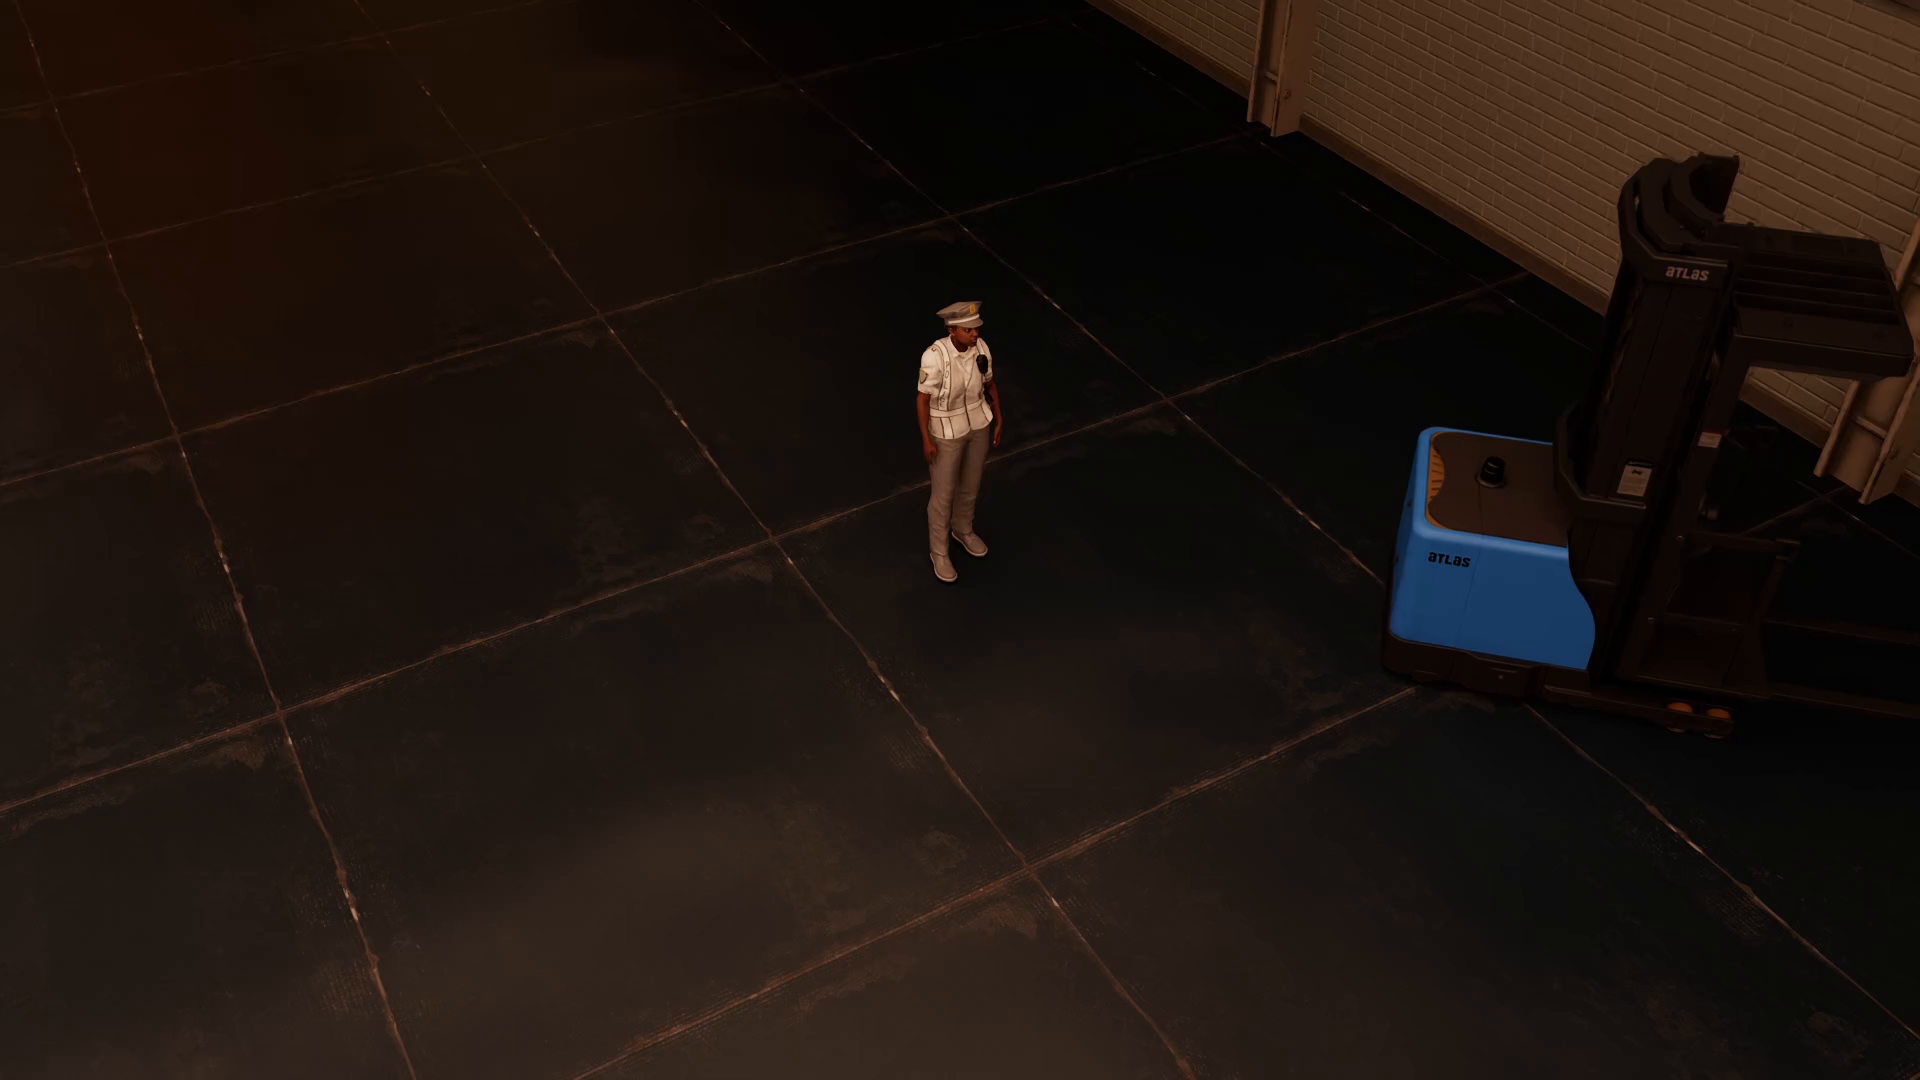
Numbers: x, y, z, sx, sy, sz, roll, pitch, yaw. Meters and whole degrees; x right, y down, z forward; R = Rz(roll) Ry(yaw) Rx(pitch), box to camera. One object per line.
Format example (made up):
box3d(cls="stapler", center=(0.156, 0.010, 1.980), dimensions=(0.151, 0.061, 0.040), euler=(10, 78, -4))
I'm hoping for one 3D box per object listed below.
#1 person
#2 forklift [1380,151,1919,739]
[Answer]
box3d(cls="person", center=(0.021, -0.610, 9.729), dimensions=(0.570, 1.695, 0.530), euler=(-20, 44, -23))
box3d(cls="forklift", center=(3.952, -0.427, 8.551), dimensions=(3.031, 2.935, 1.130), euler=(9, 41, 11))
